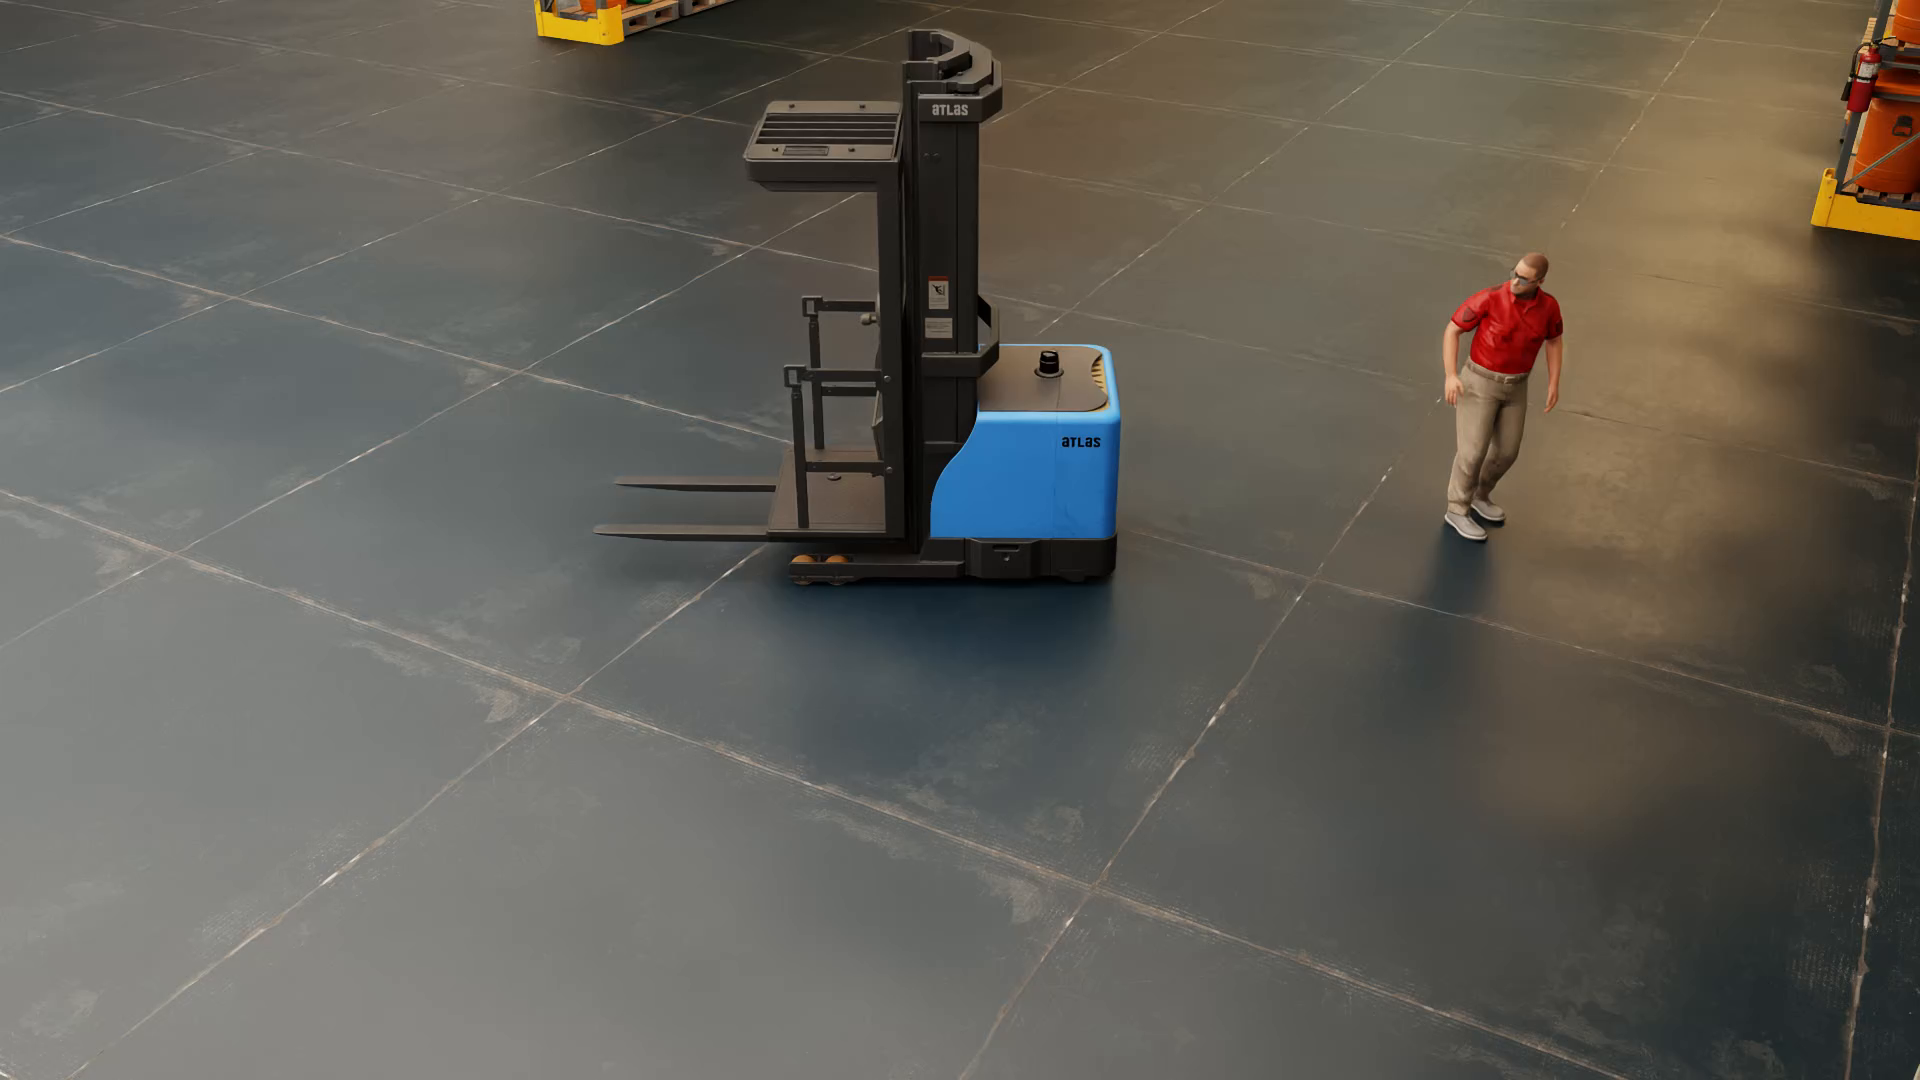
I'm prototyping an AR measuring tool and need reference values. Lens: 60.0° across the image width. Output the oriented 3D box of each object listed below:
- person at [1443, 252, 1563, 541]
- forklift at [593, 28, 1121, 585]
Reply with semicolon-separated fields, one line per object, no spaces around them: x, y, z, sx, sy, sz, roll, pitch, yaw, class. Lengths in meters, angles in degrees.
3.215;-0.866;9.795;0.749;1.710;0.520;-8;31;-13;person
-0.610;-1.275;9.279;3.031;2.935;1.130;0;30;1;forklift
